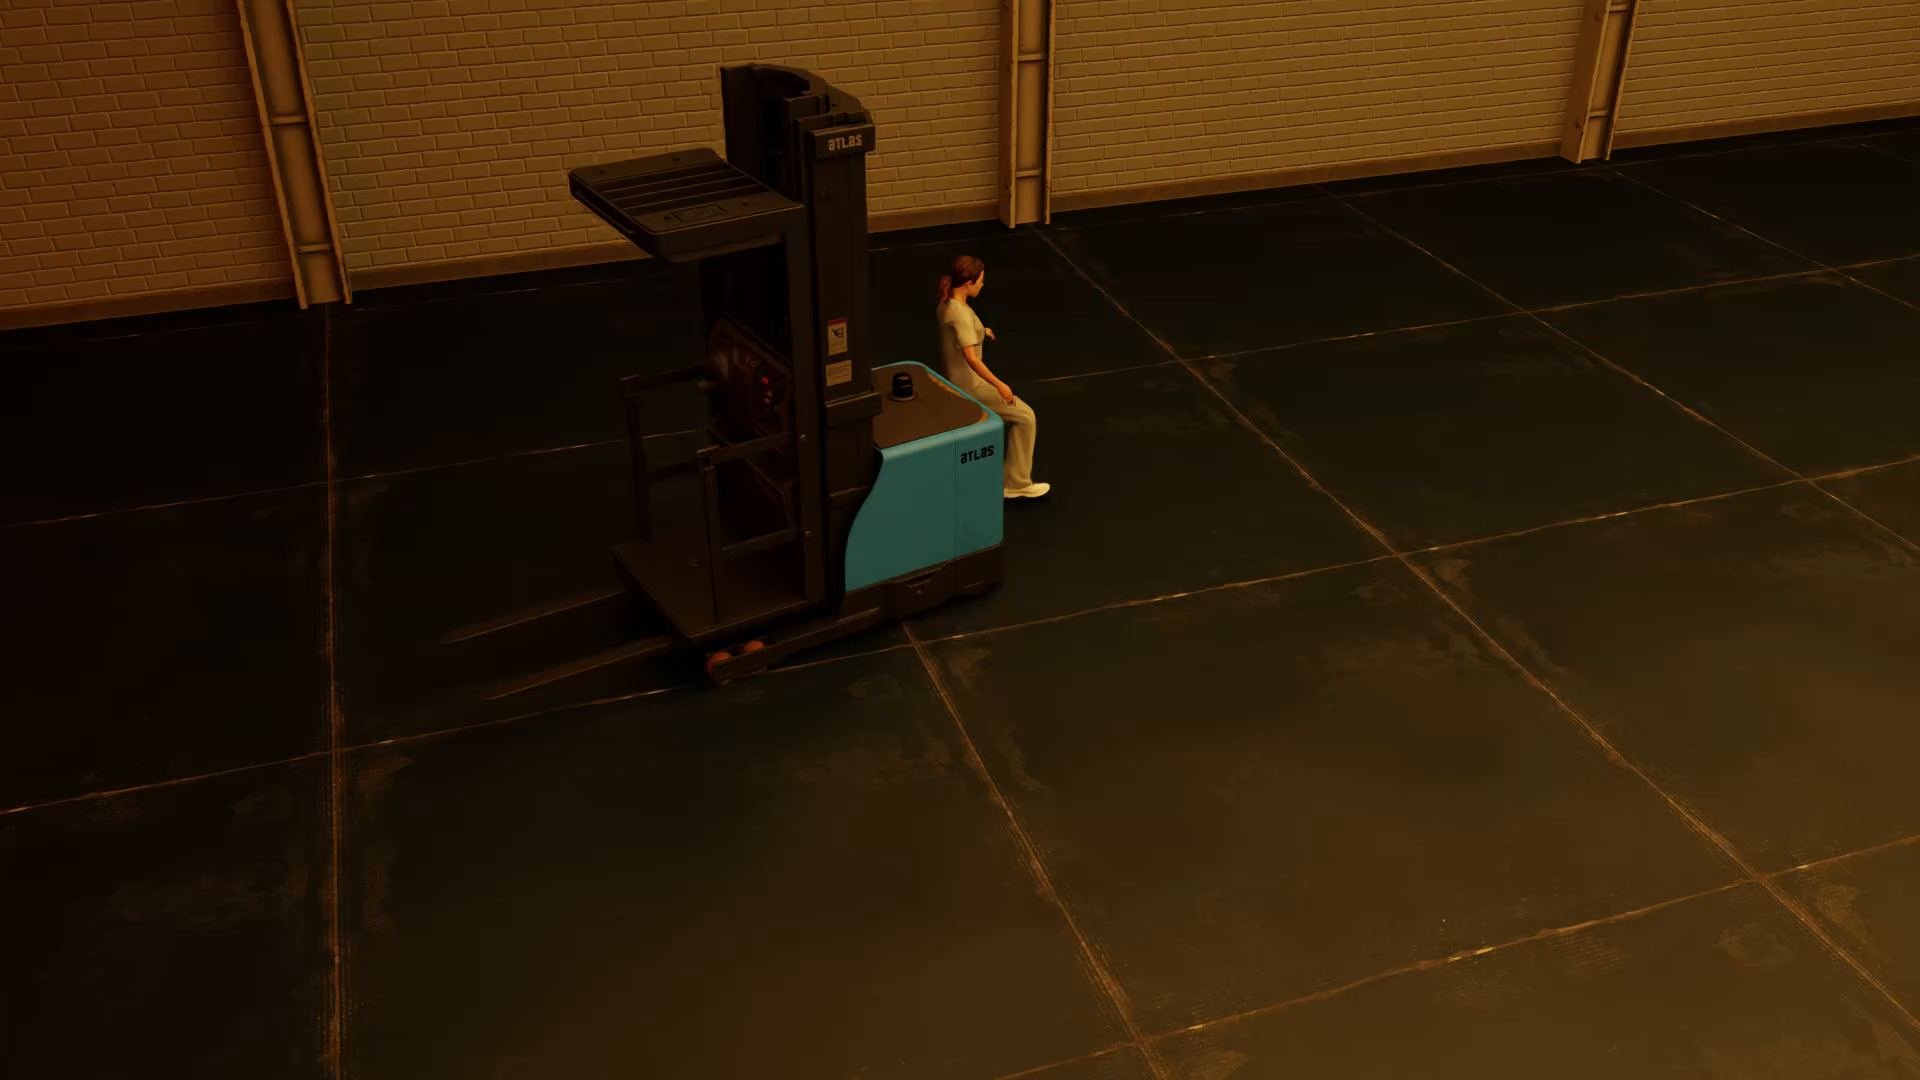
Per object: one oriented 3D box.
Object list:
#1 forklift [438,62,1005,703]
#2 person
[{"bbox_3d":[-1.266,-0.817,8.507,3.031,2.935,1.130,-17,34,-27],"label":"forklift"},{"bbox_3d":[0.078,-1.039,10.357,0.806,1.548,0.907,-7,31,-12],"label":"person"}]
